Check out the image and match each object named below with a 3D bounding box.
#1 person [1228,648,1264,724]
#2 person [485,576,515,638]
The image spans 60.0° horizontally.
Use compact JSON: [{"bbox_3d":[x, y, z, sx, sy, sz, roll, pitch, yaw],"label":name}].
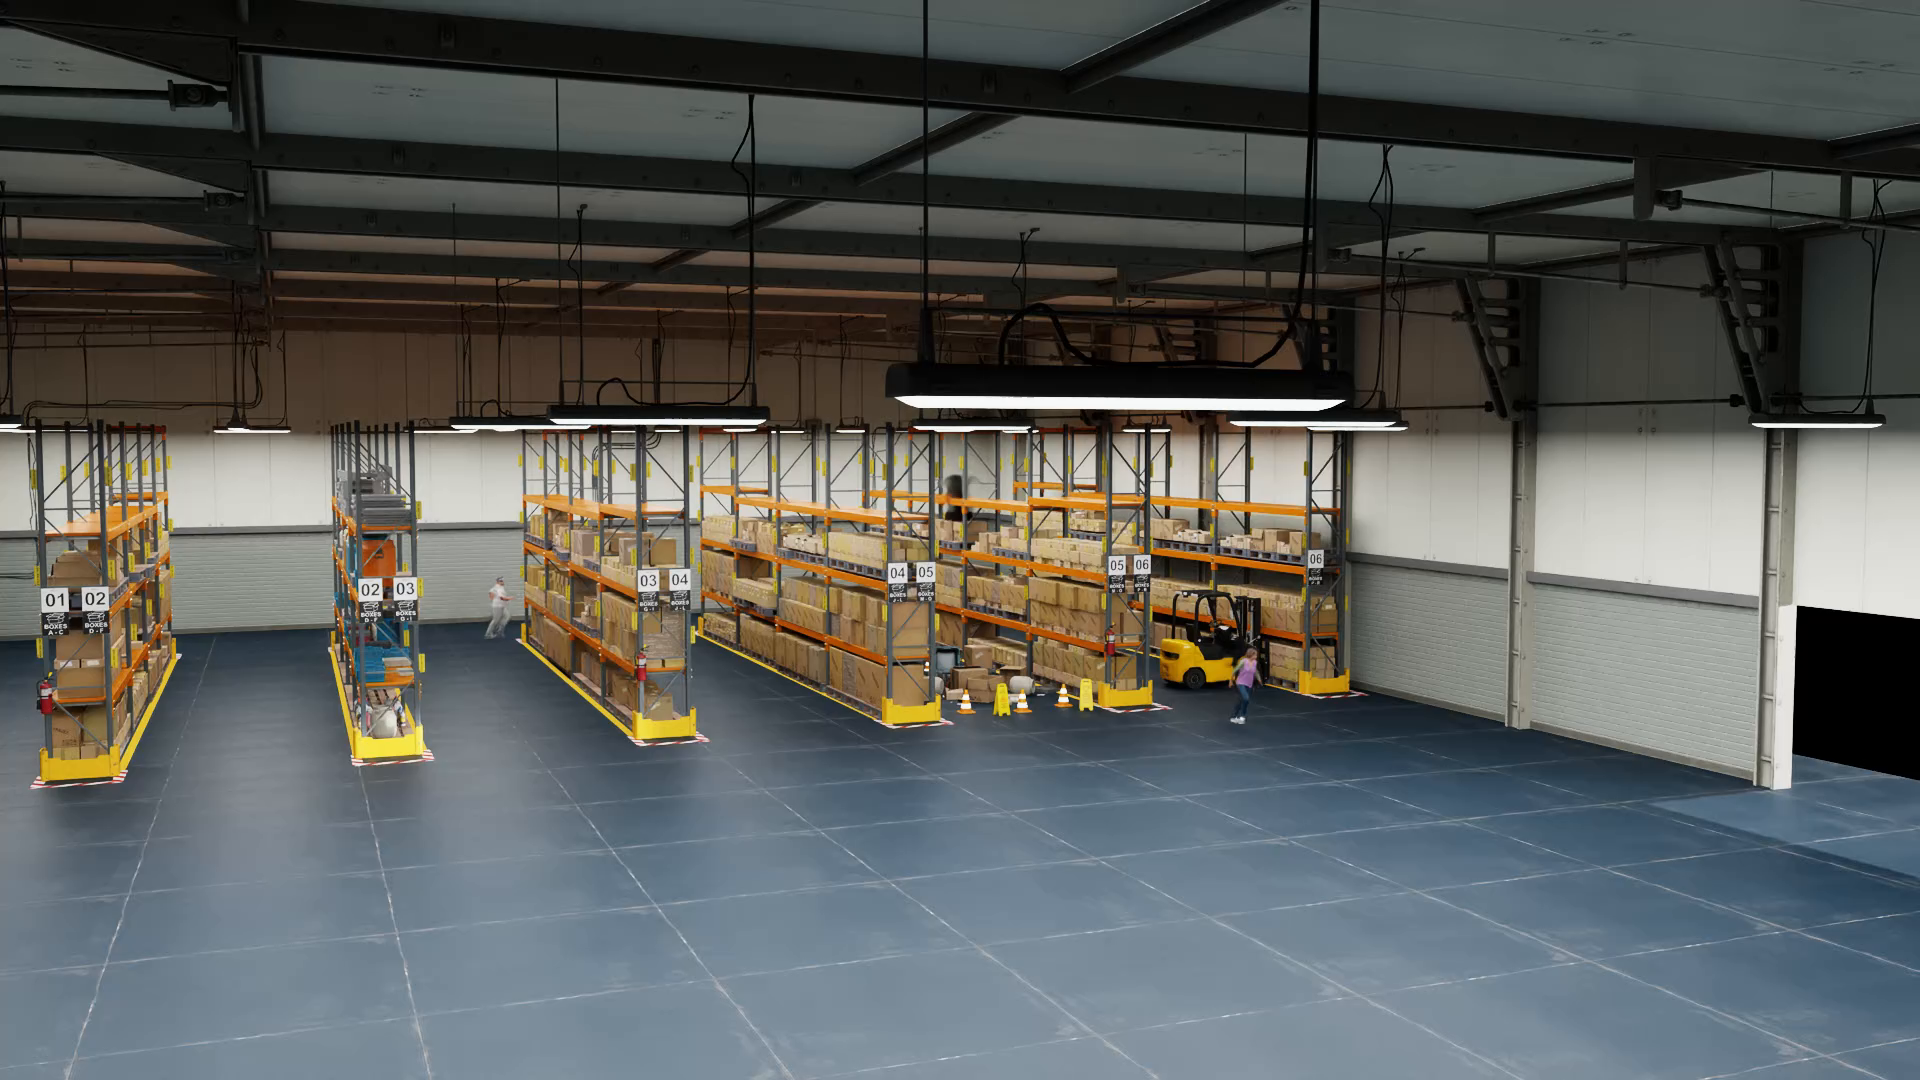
[{"bbox_3d":[5.644,2.884,32.911,0.524,1.534,0.716,-2,4,-30],"label":"person"},{"bbox_3d":[-13.015,1.918,47.052,0.829,1.806,0.640,-1,4,-18],"label":"person"}]
